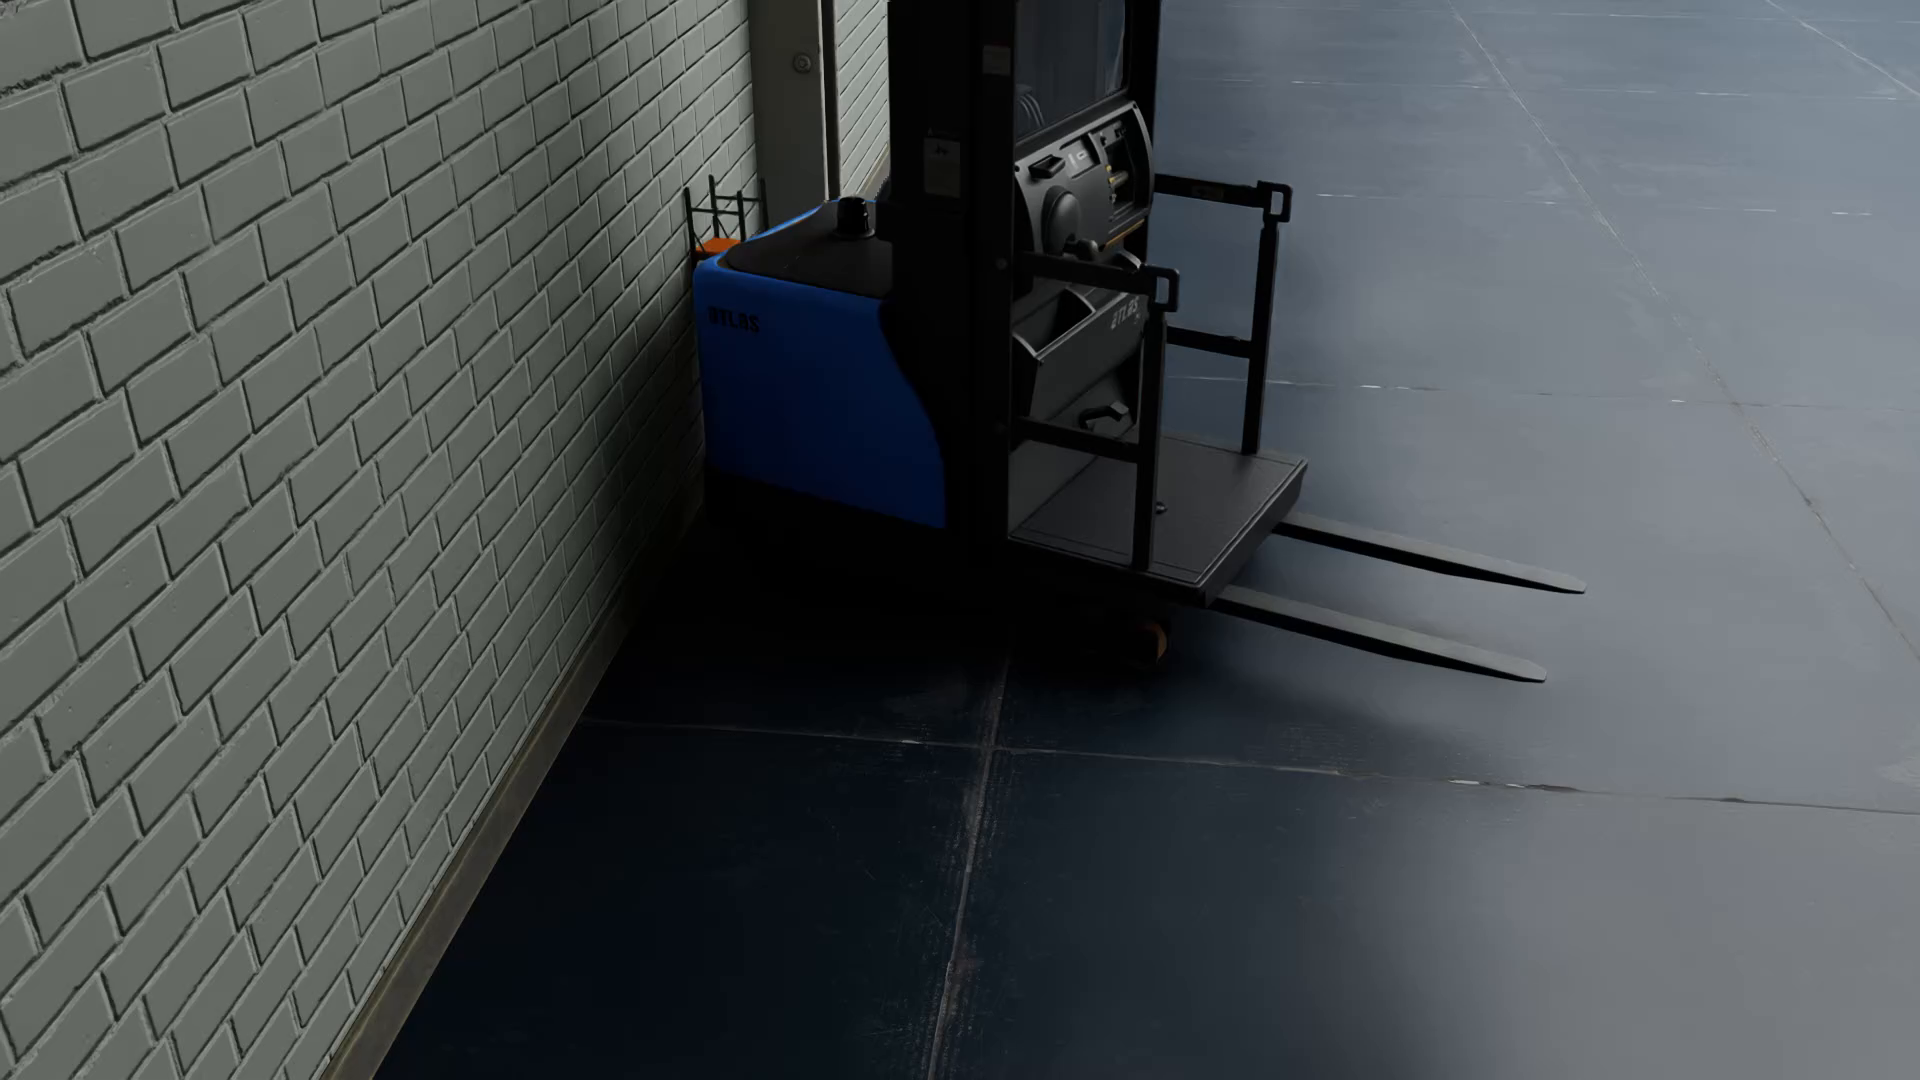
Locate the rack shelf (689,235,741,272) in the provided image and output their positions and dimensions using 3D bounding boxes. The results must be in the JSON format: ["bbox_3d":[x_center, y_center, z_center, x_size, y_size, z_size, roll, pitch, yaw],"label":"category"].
[{"bbox_3d":[-0.861,-1.066,6.279,0.258,0.103,0.180,8,28,20],"label":"rack shelf"}]

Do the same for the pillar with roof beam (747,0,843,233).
[{"bbox_3d":[3.561,-4.559,5.225,9.100,9.000,0.400,3,28,6],"label":"pillar with roof beam"}]

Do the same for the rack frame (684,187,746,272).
[{"bbox_3d":[-0.885,-0.745,6.343,0.240,1.200,0.006,8,28,20],"label":"rack frame"}]

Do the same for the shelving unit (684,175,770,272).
[{"bbox_3d":[-0.852,-0.784,6.419,0.258,1.200,0.189,8,28,20],"label":"shelving unit"}]

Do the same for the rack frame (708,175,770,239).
[{"bbox_3d":[-0.818,-0.822,6.495,0.240,1.200,0.006,8,28,20],"label":"rack frame"}]

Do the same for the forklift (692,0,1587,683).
[{"bbox_3d":[0.592,-1.156,5.305,3.031,2.935,1.130,15,32,25],"label":"forklift"}]
